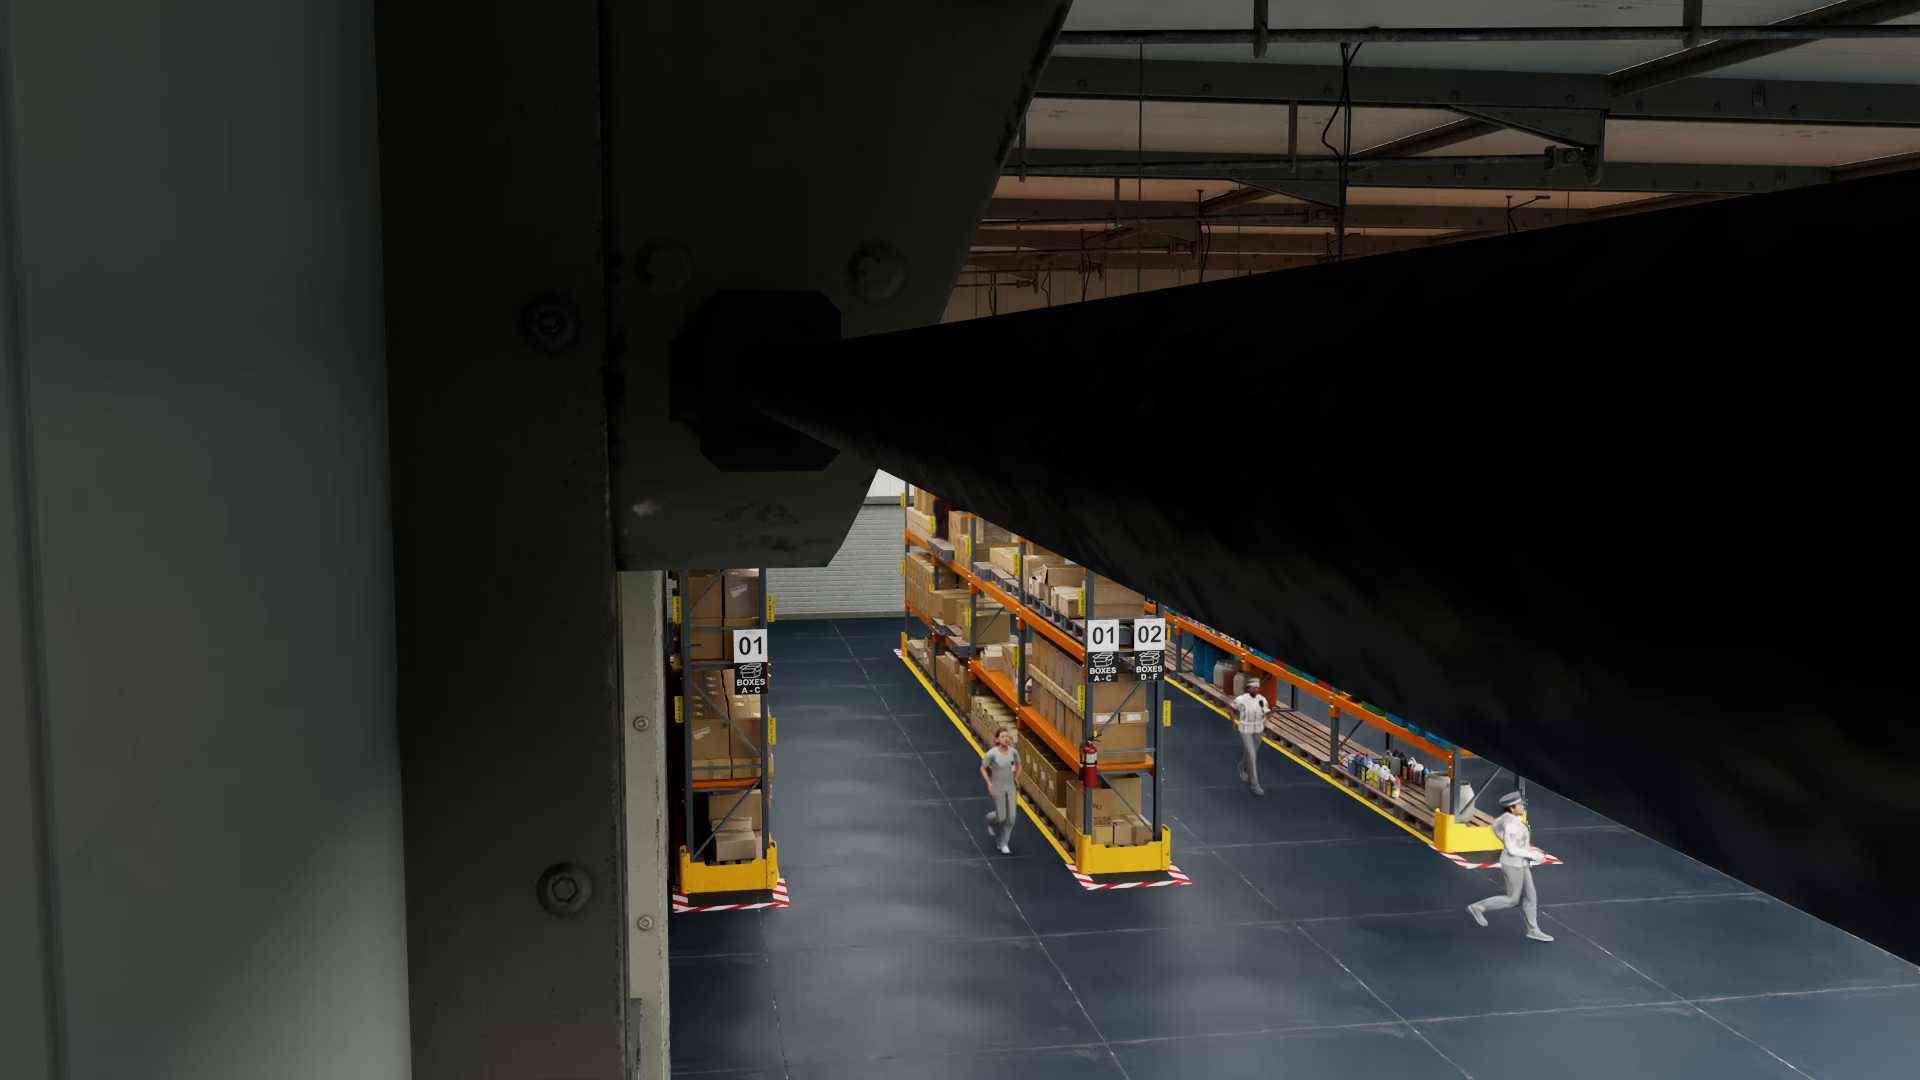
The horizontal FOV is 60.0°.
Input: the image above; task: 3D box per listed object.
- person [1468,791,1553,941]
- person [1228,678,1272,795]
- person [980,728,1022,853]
[{"bbox_3d":[6.123,3.595,18.427,0.913,1.674,0.630,2,6,18],"label":"person"},{"bbox_3d":[4.357,2.880,24.935,0.567,1.697,0.933,-2,6,-17],"label":"person"},{"bbox_3d":[0.554,3.265,21.852,0.565,1.626,0.573,-2,6,-19],"label":"person"}]
